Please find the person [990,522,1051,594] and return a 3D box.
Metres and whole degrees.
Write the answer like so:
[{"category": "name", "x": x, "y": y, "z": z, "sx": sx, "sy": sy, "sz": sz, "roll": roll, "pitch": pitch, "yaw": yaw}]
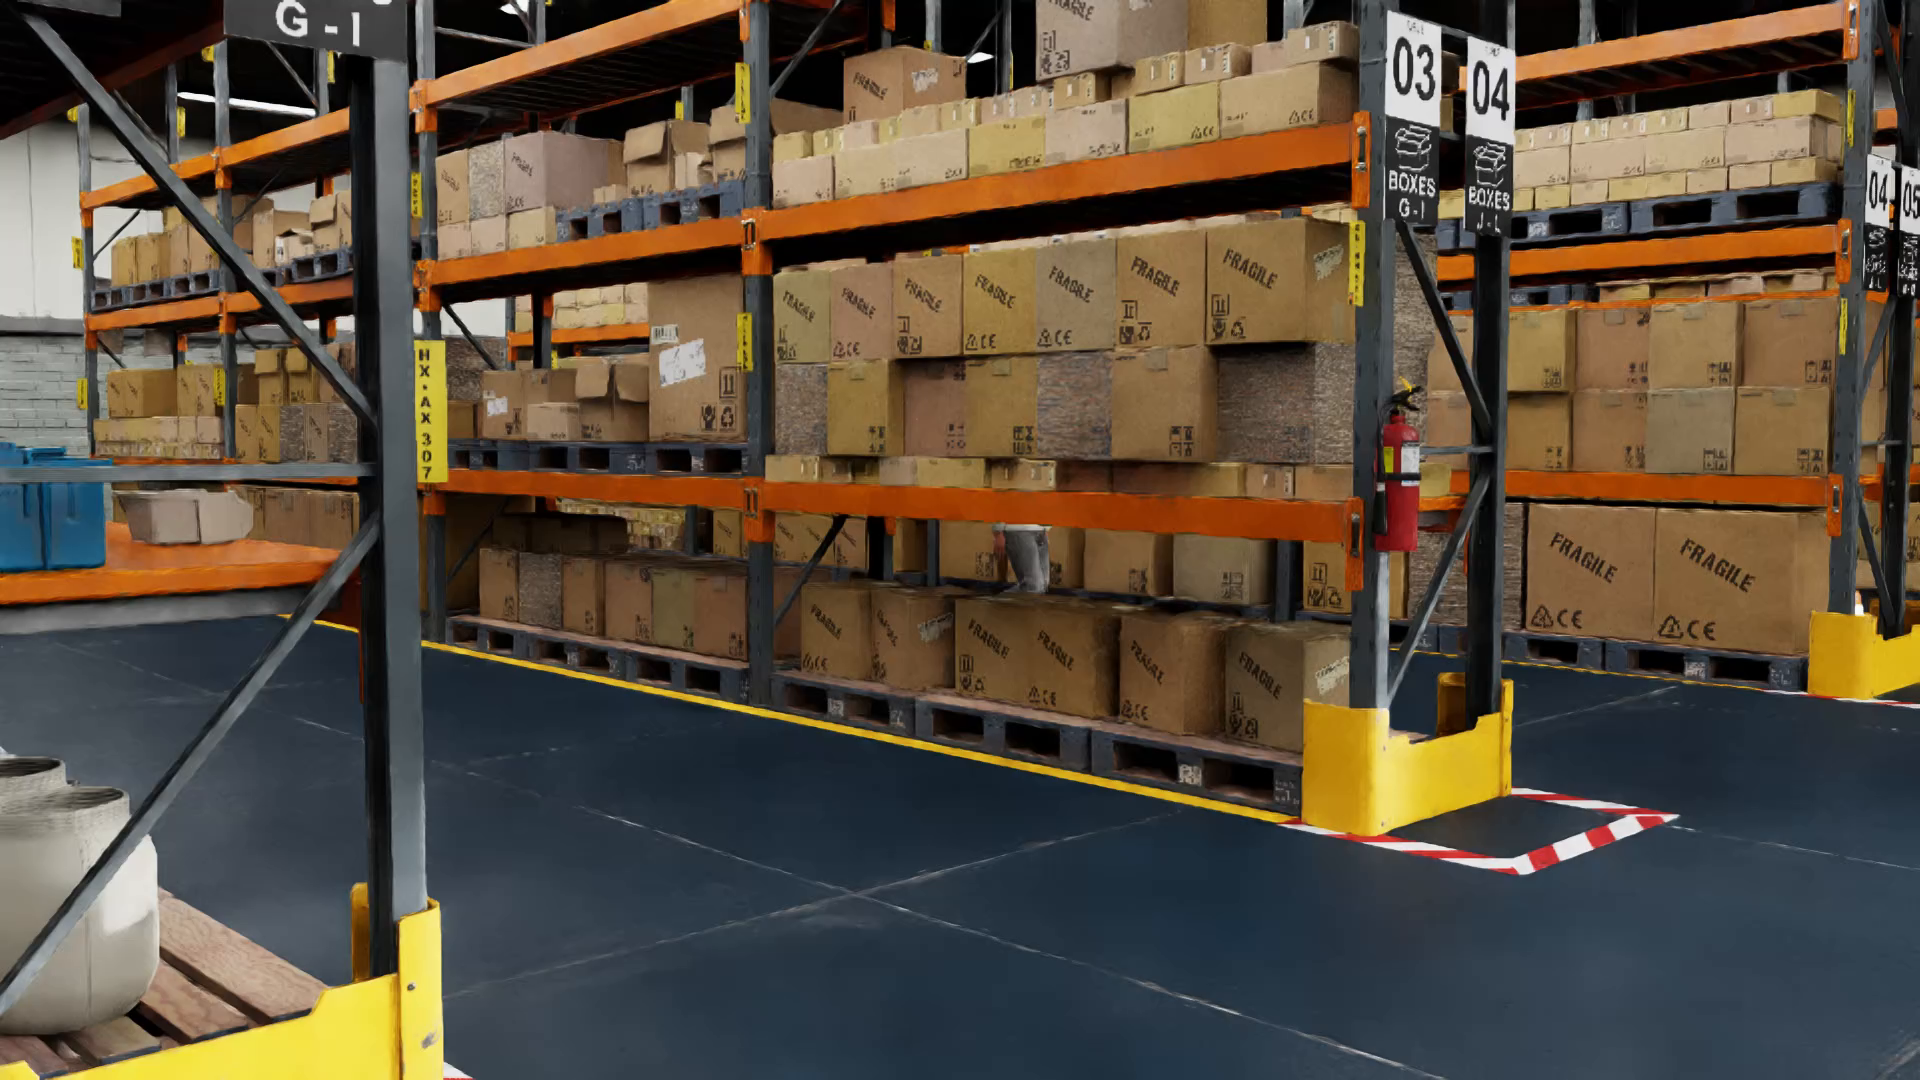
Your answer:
[{"category": "person", "x": 0.414, "y": -0.061, "z": 11.486, "sx": 0.803, "sy": 1.766, "sz": 0.544, "roll": 2, "pitch": 4, "yaw": 28}]
